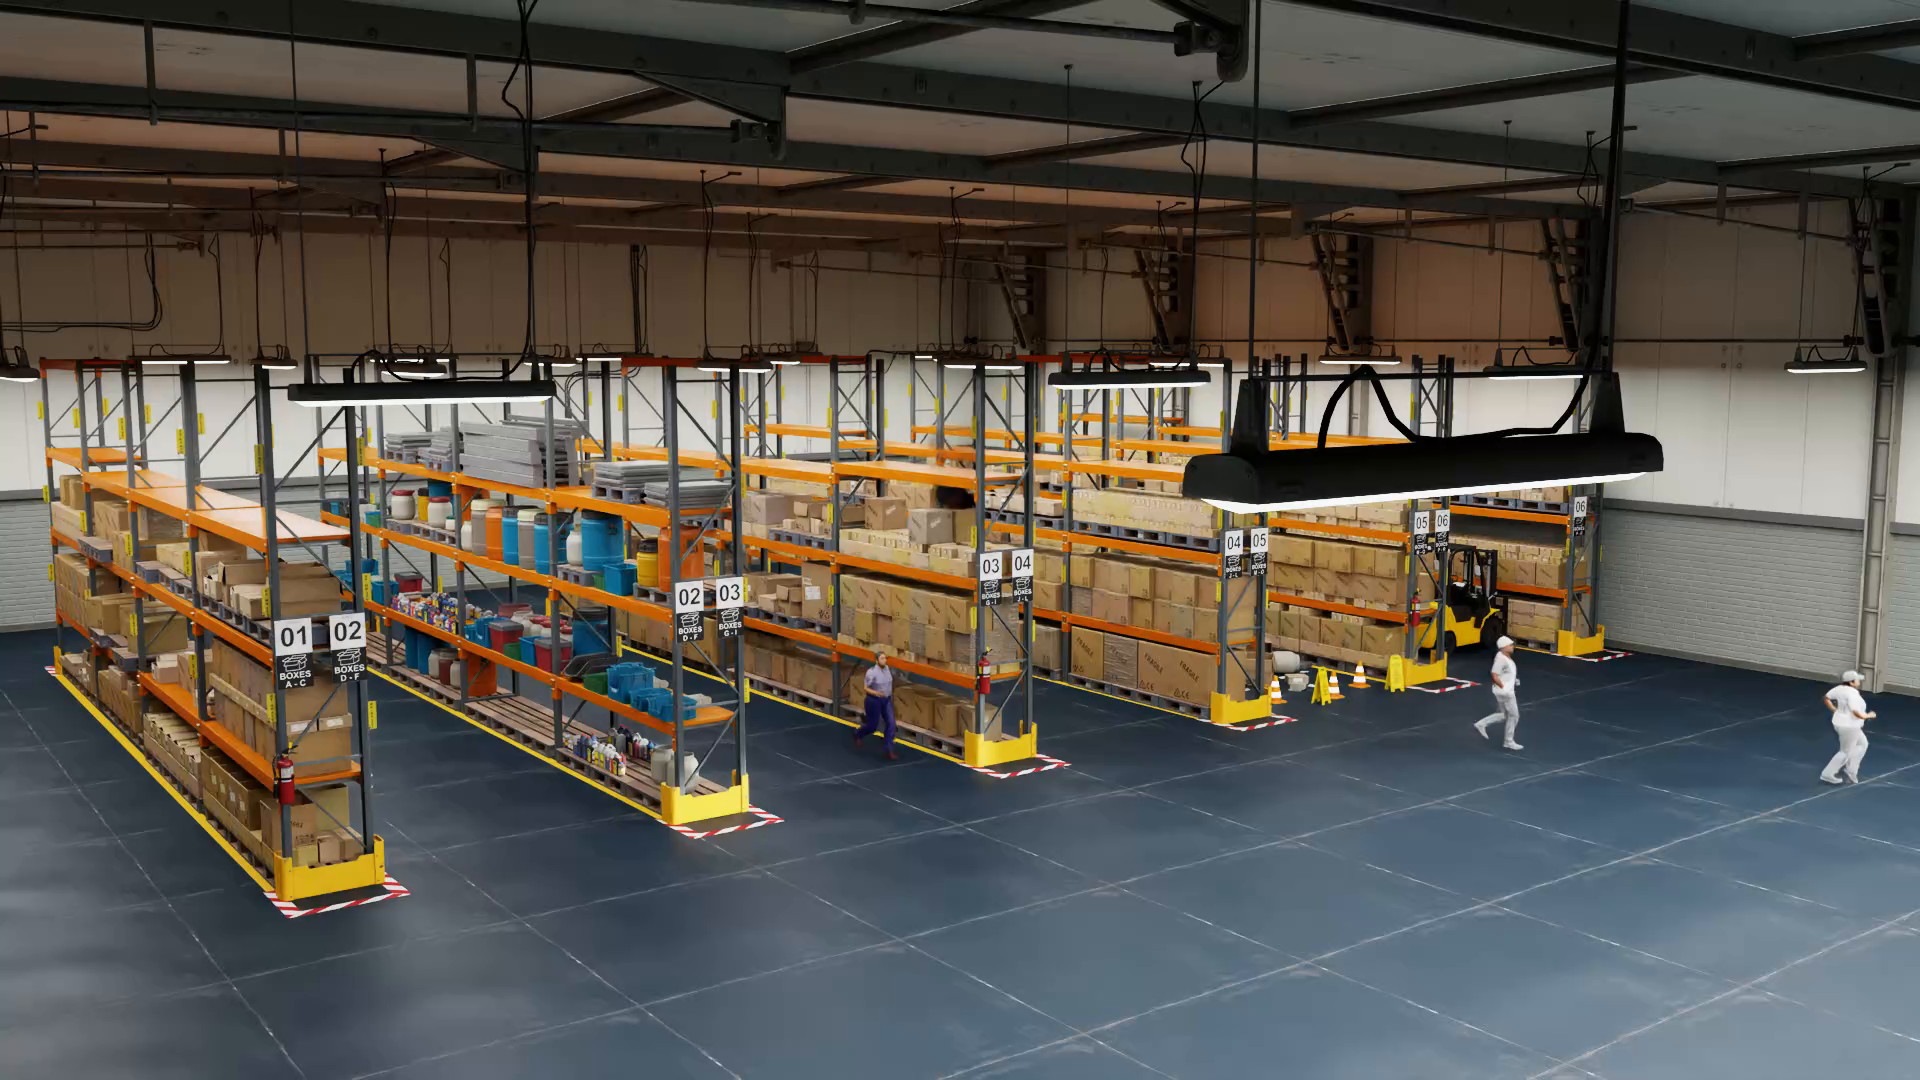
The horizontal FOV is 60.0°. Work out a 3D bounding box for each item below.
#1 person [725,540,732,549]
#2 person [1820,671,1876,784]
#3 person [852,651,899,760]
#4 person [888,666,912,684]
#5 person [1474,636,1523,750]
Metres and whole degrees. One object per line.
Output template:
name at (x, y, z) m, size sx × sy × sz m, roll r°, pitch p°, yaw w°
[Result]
person at (-5.774, 0.537, 41.411) m, size 0.670 × 1.677 × 0.552 m, roll 6°, pitch 9°, yaw 42°
person at (12.671, 2.690, 23.740) m, size 0.706 × 1.686 × 0.610 m, roll 1°, pitch 7°, yaw 7°
person at (-1.275, 2.485, 25.365) m, size 0.592 × 1.638 × 0.886 m, roll -7°, pitch 10°, yaw -44°
person at (-1.055, 1.808, 30.710) m, size 0.717 × 1.722 × 0.578 m, roll -6°, pitch 9°, yaw -42°
person at (8.409, 2.367, 25.875) m, size 0.749 × 1.767 × 0.674 m, roll 2°, pitch 7°, yaw 16°
